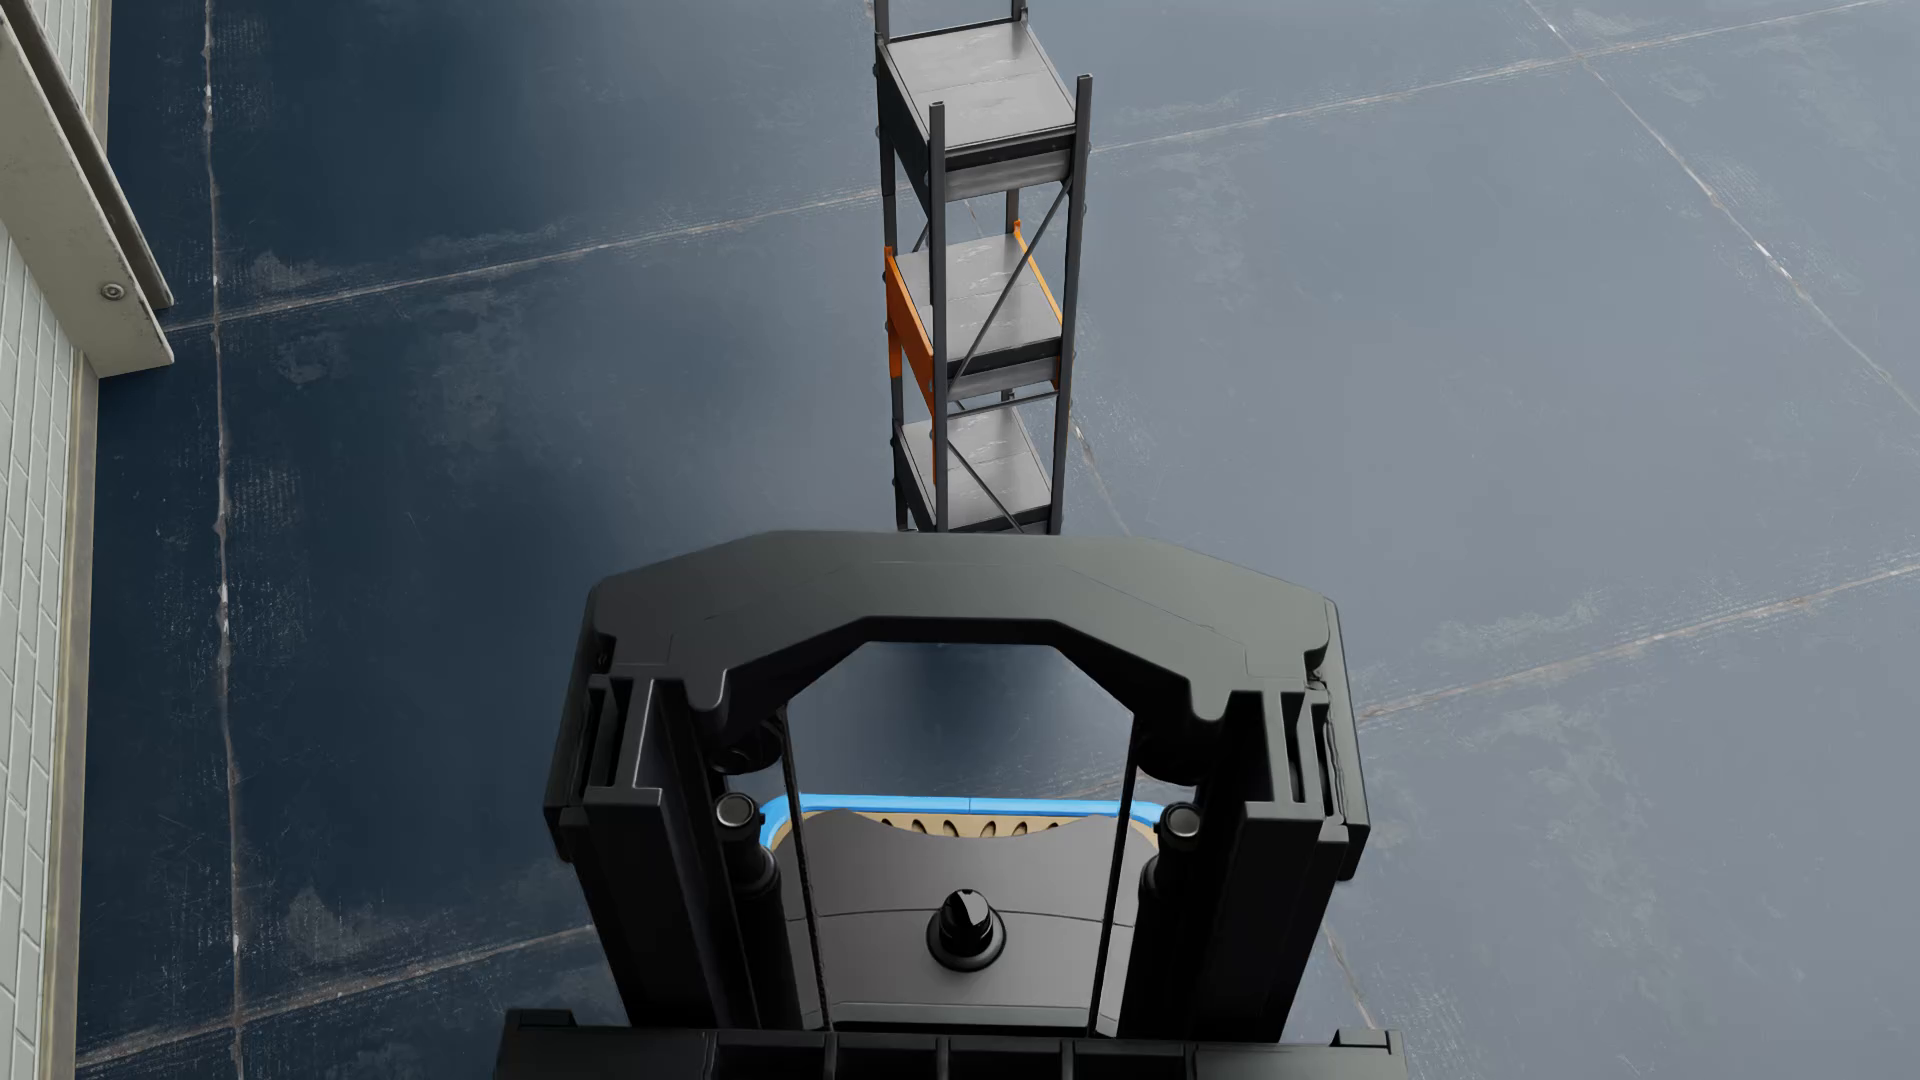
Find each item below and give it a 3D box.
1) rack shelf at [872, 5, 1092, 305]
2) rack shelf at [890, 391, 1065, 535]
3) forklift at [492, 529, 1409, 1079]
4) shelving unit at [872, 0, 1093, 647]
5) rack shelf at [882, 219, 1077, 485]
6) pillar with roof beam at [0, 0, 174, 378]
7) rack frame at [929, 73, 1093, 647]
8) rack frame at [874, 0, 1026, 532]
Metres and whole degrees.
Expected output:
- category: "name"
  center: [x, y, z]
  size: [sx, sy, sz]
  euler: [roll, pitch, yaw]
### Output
- category: "rack shelf"
  center: [0.049, -0.998, 4.321]
  size: [0.431, 0.518, 0.480]
  euler: [-13, 51, -11]
- category: "rack shelf"
  center: [0.049, -0.096, 5.391]
  size: [0.431, 0.518, 0.480]
  euler: [-13, 51, -11]
- category: "forklift"
  center: [-0.017, 1.474, 2.590]
  size: [1.130, 2.935, 3.031]
  euler: [1, 50, 1]
- category: "shelving unit"
  center: [0.049, -0.556, 4.845]
  size: [0.431, 2.100, 0.503]
  euler: [-13, 51, -11]
- category: "rack shelf"
  center: [0.049, -0.547, 4.856]
  size: [0.431, 0.518, 0.480]
  euler: [-13, 51, -11]
- category: "pillar with roof beam"
  center: [0.920, -4.654, 3.788]
  size: [9.100, 9.000, 0.400]
  euler: [-13, 51, -11]
- category: "rack frame"
  center: [0.121, -0.378, 4.695]
  size: [0.400, 2.100, 0.015]
  euler: [-13, 51, -11]
- category: "rack frame"
  center: [-0.023, -0.734, 4.996]
  size: [0.400, 2.100, 0.015]
  euler: [-13, 51, -11]
